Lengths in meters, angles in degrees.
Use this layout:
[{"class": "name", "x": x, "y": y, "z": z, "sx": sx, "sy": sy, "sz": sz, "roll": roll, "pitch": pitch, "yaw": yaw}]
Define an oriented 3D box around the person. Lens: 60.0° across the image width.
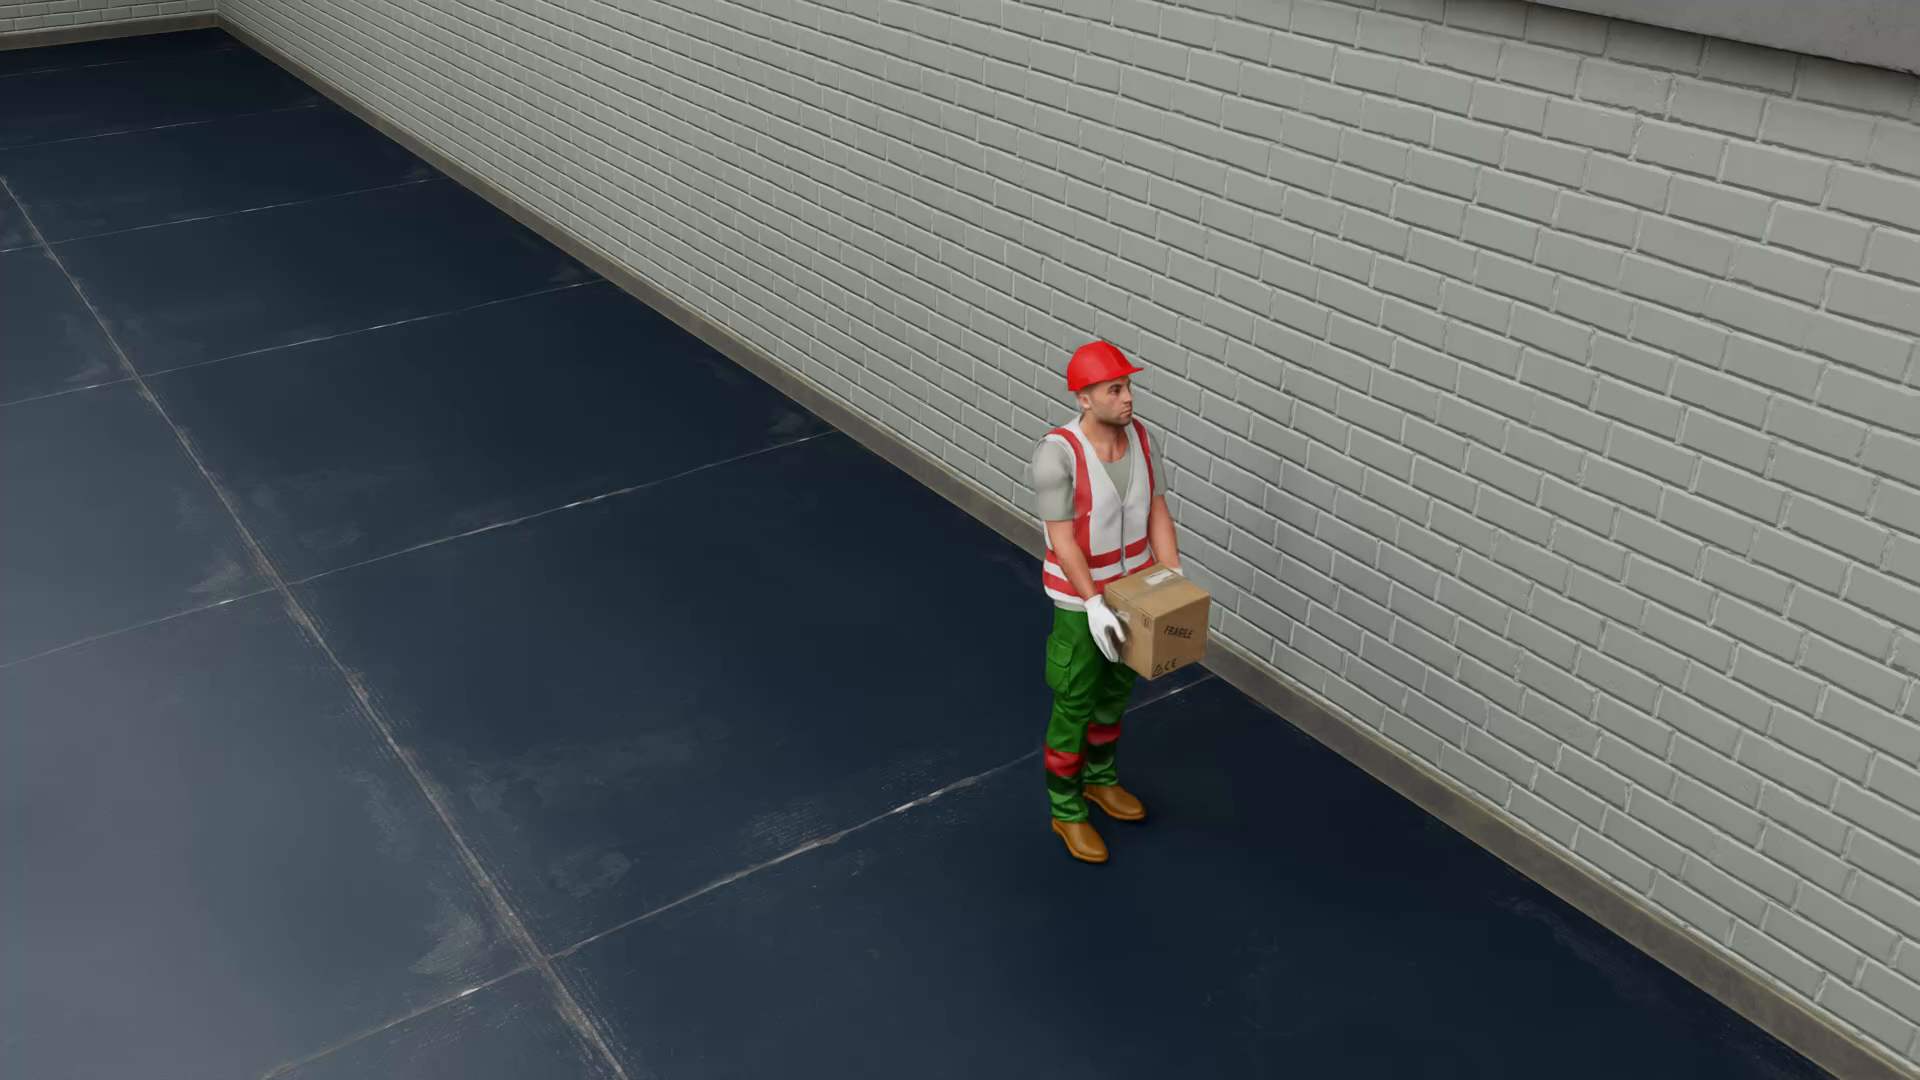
[{"class": "person", "x": 0.524, "y": 0.208, "z": 5.702, "sx": 0.529, "sy": 1.793, "sz": 0.511, "roll": -19, "pitch": 34, "yaw": -31}]
